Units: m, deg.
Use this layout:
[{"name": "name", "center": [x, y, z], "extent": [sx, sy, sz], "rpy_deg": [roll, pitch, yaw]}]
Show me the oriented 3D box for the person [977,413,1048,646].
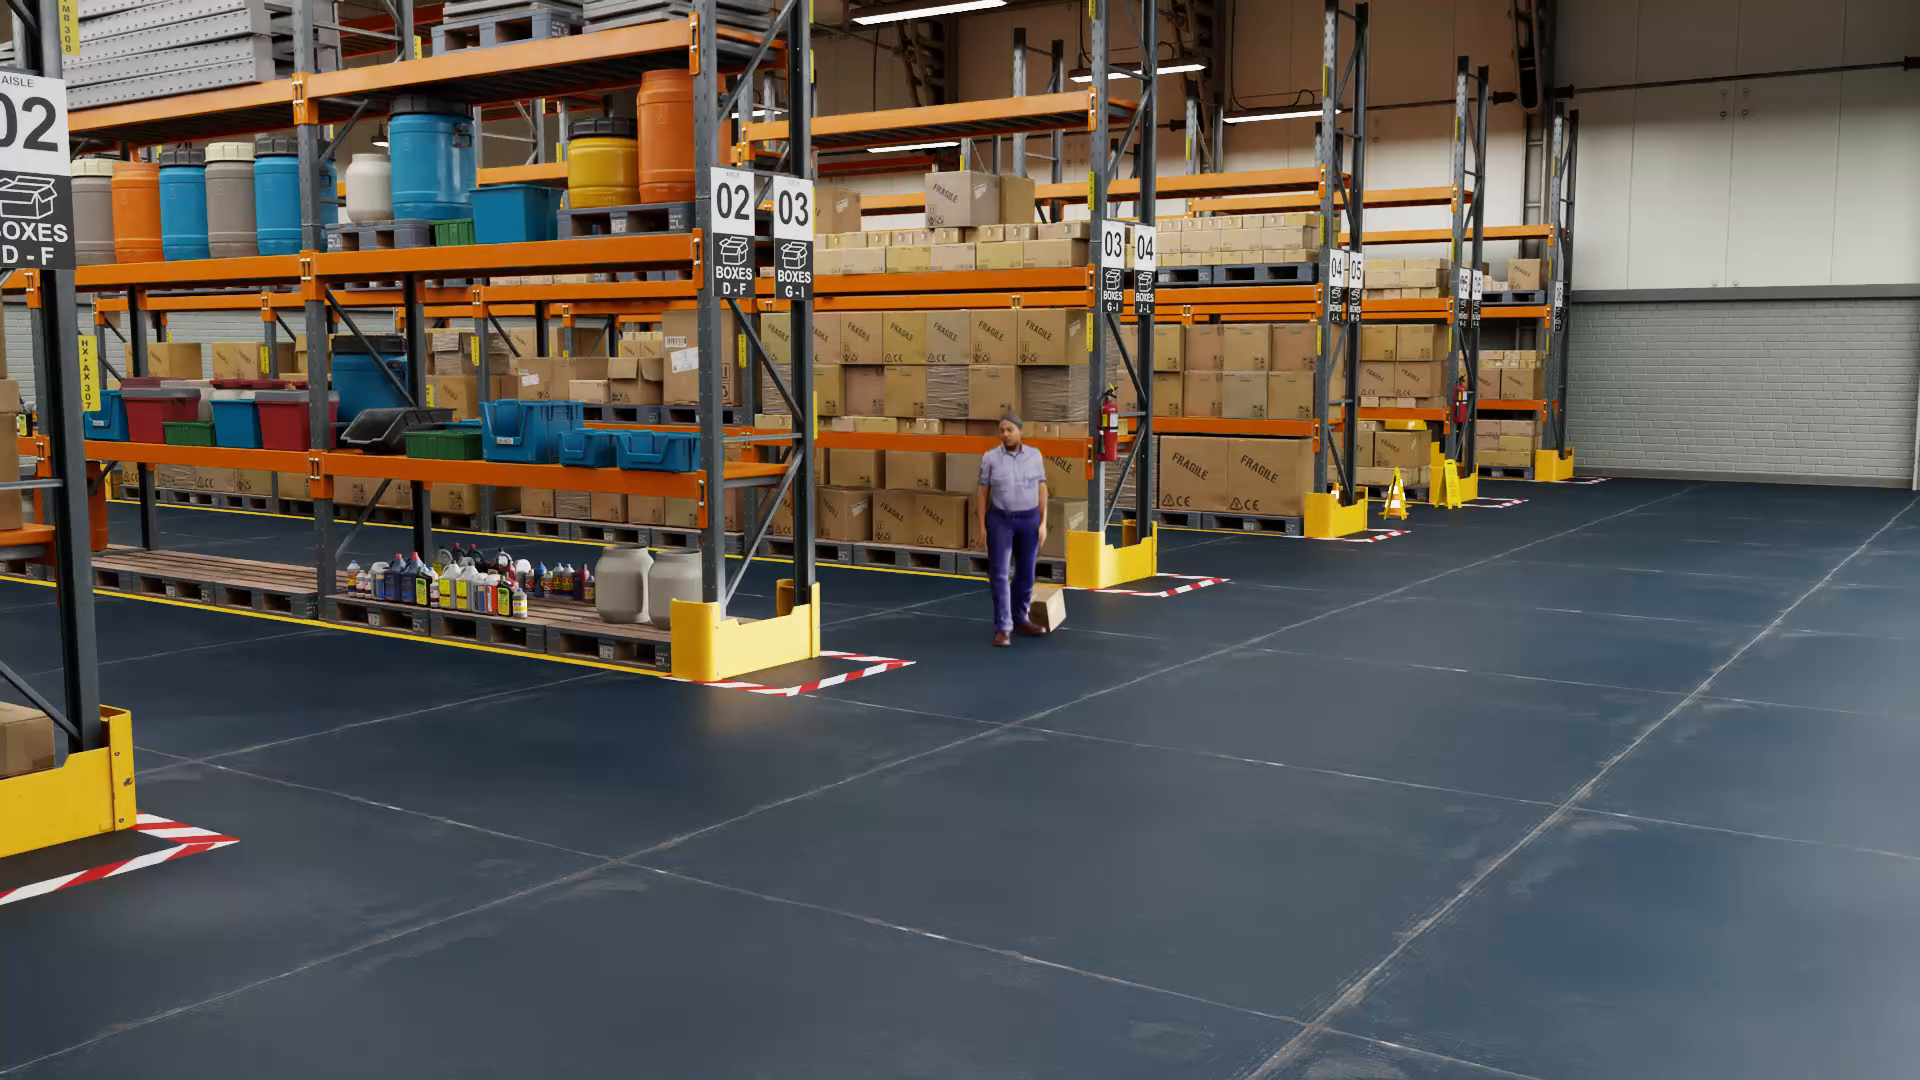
[{"name": "person", "center": [0.390, -0.093, 11.895], "extent": [0.528, 1.638, 0.598], "rpy_deg": [-1, 7, -12]}]
